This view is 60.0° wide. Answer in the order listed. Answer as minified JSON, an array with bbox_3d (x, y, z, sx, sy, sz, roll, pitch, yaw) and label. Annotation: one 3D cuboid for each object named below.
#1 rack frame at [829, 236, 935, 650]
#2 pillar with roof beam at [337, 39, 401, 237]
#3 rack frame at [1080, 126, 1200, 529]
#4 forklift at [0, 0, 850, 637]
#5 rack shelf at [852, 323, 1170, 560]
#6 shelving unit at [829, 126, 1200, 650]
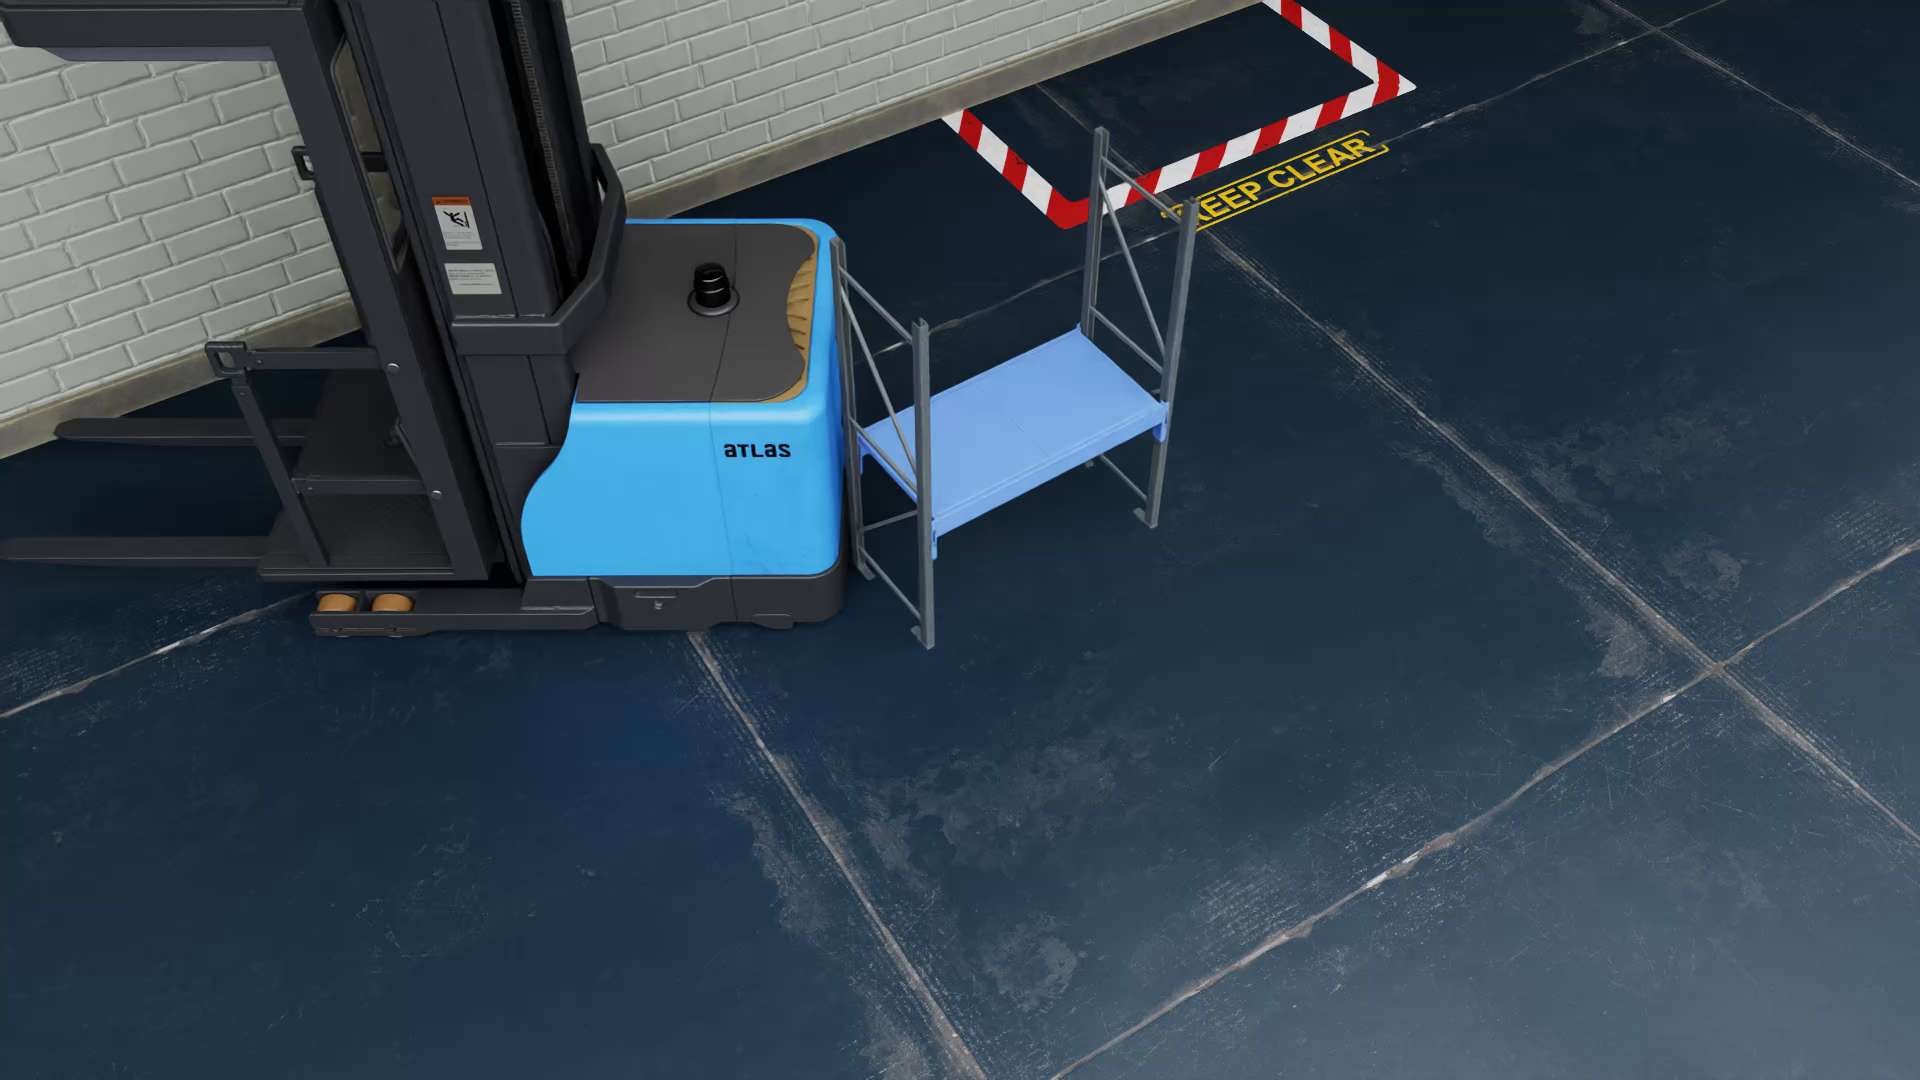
[{"bbox_3d":[-0.244,-0.268,5.484,0.032,1.500,0.500,-27,54,-22],"label":"rack frame"},{"bbox_3d":[0.195,-1.274,1.359,0.400,9.000,9.100,-25,53,-21],"label":"pillar with roof beam"},{"bbox_3d":[0.593,-0.699,5.868,0.032,1.500,0.500,-27,54,-22],"label":"rack frame"},{"bbox_3d":[-1.927,-1.025,5.200,3.031,2.935,1.130,0,48,0],"label":"forklift"},{"bbox_3d":[0.174,-0.364,5.811,1.000,0.185,0.538,-27,54,-22],"label":"rack shelf"},{"bbox_3d":[0.174,-0.483,5.676,1.048,1.500,0.538,-27,54,-22],"label":"shelving unit"}]
